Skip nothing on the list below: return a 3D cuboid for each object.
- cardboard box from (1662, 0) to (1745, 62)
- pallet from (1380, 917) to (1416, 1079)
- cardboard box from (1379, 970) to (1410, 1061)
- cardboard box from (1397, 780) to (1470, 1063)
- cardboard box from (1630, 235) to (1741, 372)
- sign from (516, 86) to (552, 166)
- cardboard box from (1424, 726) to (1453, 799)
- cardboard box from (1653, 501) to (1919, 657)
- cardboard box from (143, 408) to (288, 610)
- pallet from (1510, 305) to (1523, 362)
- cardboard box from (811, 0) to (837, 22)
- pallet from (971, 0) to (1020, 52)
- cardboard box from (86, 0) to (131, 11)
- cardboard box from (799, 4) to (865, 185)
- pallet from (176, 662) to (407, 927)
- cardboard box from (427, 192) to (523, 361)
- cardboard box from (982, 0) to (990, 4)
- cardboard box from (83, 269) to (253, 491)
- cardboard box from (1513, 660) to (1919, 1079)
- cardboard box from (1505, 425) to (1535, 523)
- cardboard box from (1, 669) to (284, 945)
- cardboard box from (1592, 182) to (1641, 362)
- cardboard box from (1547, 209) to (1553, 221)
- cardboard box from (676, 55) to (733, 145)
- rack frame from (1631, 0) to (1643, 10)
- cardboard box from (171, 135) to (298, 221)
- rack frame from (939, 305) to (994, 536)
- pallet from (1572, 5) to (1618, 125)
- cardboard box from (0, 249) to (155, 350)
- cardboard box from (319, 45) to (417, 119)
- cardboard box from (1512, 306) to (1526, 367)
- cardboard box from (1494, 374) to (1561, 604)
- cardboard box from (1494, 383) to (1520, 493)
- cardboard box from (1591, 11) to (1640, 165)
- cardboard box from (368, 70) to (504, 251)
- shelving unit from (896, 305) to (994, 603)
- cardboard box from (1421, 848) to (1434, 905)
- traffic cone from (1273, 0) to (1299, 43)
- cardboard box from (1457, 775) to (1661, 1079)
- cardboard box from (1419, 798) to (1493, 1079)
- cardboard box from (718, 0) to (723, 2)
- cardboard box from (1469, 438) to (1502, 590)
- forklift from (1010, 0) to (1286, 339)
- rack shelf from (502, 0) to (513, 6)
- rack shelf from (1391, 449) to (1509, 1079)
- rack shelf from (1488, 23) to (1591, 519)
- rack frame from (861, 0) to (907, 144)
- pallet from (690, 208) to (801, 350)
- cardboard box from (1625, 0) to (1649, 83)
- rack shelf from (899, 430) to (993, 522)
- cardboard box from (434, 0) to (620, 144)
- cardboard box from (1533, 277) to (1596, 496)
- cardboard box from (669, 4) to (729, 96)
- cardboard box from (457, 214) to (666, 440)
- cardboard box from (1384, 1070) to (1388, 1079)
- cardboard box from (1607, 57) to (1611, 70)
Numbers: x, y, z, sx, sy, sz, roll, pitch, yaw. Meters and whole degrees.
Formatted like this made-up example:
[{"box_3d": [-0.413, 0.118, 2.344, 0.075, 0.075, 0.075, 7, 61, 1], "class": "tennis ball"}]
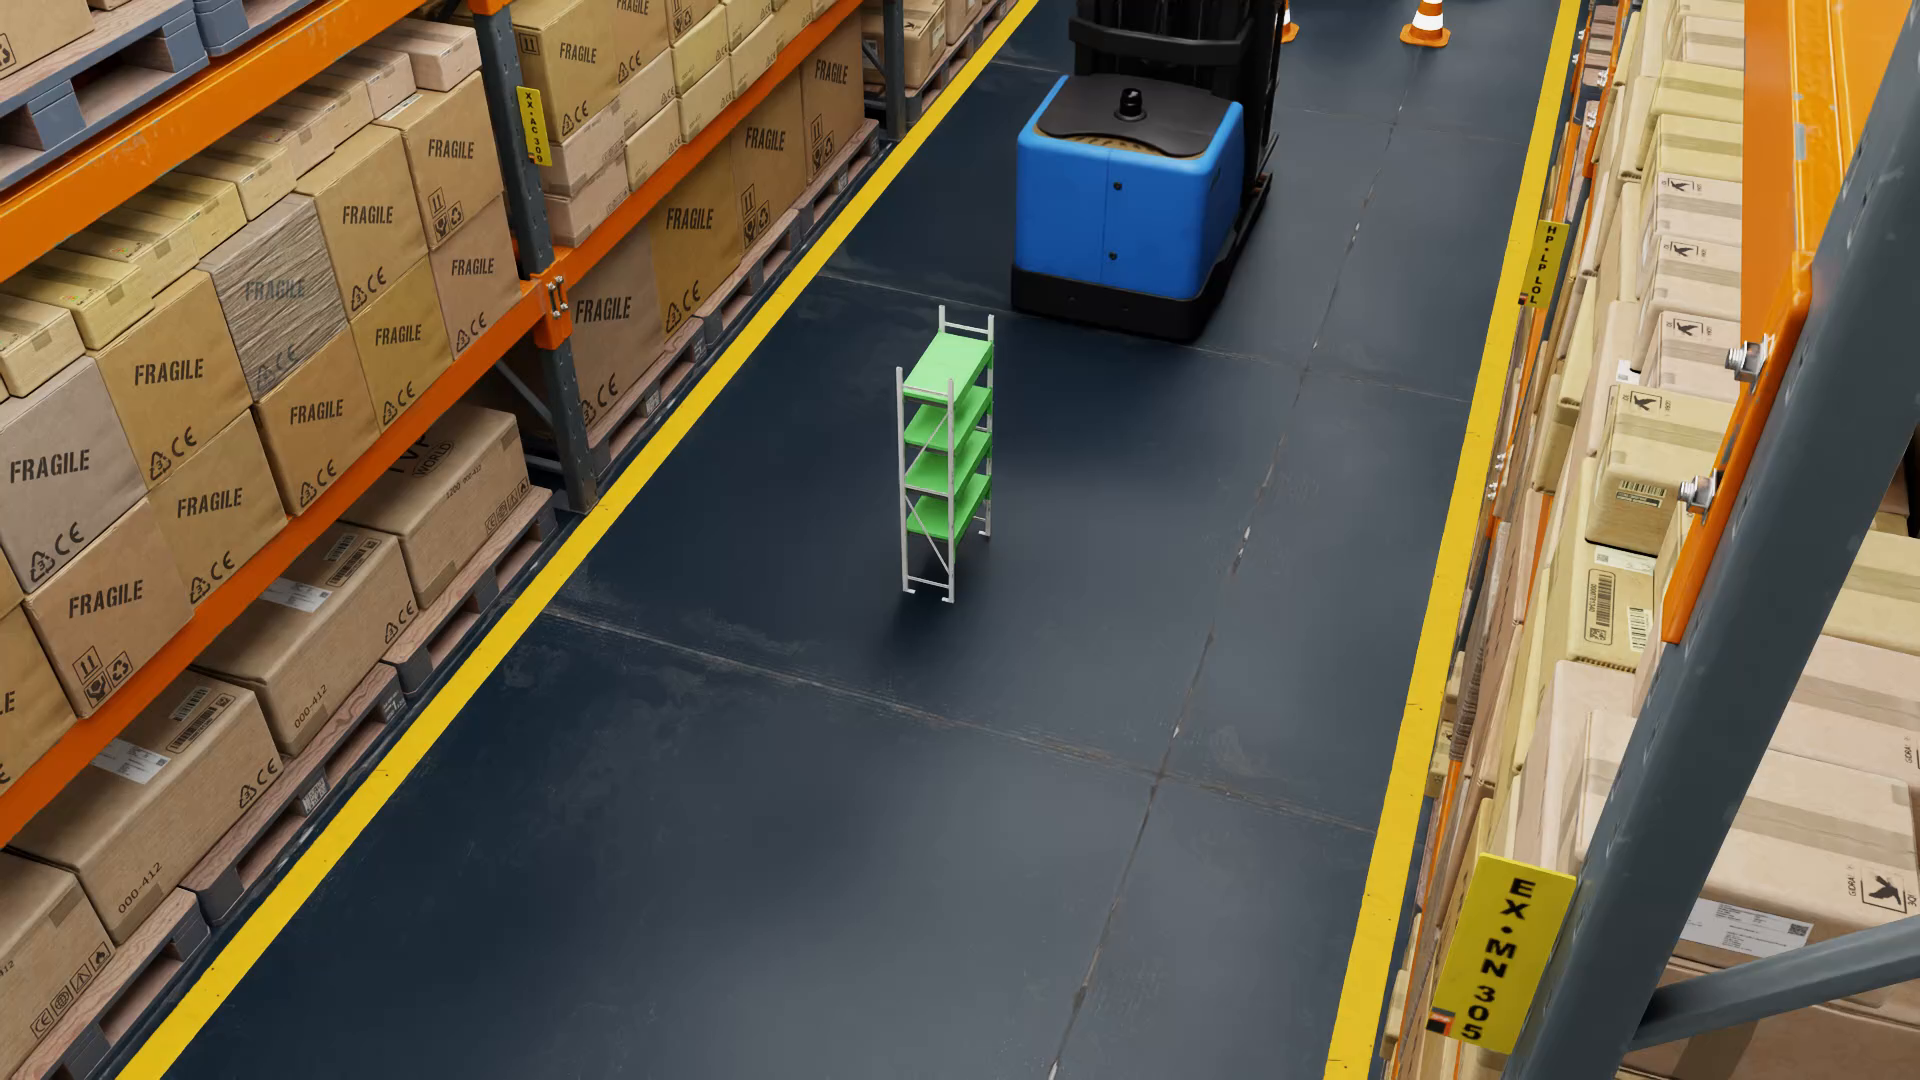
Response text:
[{"box_3d": [1.864, -1.190, 3.899, 0.380, 0.149, 0.250, 12, 42, 14], "class": "cardboard box"}, {"box_3d": [1.868, 1.865, 5.355, 1.003, 0.211, 1.213, 13, 42, 15], "class": "pallet"}, {"box_3d": [1.539, 1.544, 5.227, 0.380, 0.149, 0.250, 14, 42, 16], "class": "cardboard box"}, {"box_3d": [1.369, 0.973, 3.946, 0.500, 0.500, 0.500, 13, 42, 15], "class": "cardboard box"}, {"box_3d": [1.418, -0.388, 2.960, 0.380, 0.149, 0.250, 14, 42, 16], "class": "cardboard box"}, {"box_3d": [-1.684, -1.634, 6.580, 0.100, 0.325, 0.005, 13, 42, 15], "class": "sign"}, {"box_3d": [1.963, 0.878, 6.237, 0.380, 0.149, 0.250, 14, 43, 16], "class": "cardboard box"}, {"box_3d": [1.213, 0.100, 2.387, 0.380, 0.149, 0.250, 12, 42, 14], "class": "cardboard box"}, {"box_3d": [-2.647, -0.155, 5.497, 0.500, 0.500, 0.500, 15, 43, 17], "class": "cardboard box"}, {"box_3d": [3.579, -1.263, 9.021, 1.003, 0.211, 1.213, 13, 42, 15], "class": "pallet"}, {"box_3d": [-0.927, -3.099, 9.140, 0.500, 0.250, 0.500, 14, 42, 16], "class": "cardboard box"}, {"box_3d": [-0.151, -3.994, 12.222, 1.003, 0.211, 1.213, 13, 42, 15], "class": "pallet"}, {"box_3d": [-2.637, -1.946, 4.882, 0.797, 0.503, 0.637, 16, 43, 18], "class": "cardboard box"}, {"box_3d": [-1.152, -2.785, 9.971, 0.875, 0.875, 0.875, 13, 42, 15], "class": "cardboard box"}, {"box_3d": [-2.955, 0.857, 6.537, 1.003, 0.211, 1.213, 13, 42, 15], "class": "pallet"}, {"box_3d": [-2.124, -1.096, 6.600, 0.500, 0.500, 0.500, 14, 42, 15], "class": "cardboard box"}, {"box_3d": [-0.126, -4.252, 12.078, 0.950, 0.372, 0.625, 15, 43, 17], "class": "cardboard box"}, {"box_3d": [-2.633, -0.542, 5.181, 0.500, 0.500, 0.500, 13, 42, 15], "class": "cardboard box"}, {"box_3d": [1.031, 0.468, 2.263, 0.500, 0.250, 0.500, 12, 42, 14], "class": "cardboard box"}, {"box_3d": [1.912, 0.038, 5.041, 0.500, 0.500, 0.500, 13, 42, 15], "class": "cardboard box"}, {"box_3d": [-3.137, 0.873, 6.020, 0.875, 0.438, 0.875, 14, 43, 16], "class": "cardboard box"}, {"box_3d": [1.566, -0.461, 3.352, 0.500, 0.250, 0.500, 12, 42, 13], "class": "cardboard box"}, {"box_3d": [3.030, -1.319, 7.963, 0.500, 0.250, 0.500, 14, 42, 15], "class": "cardboard box"}, {"box_3d": [-1.442, -2.175, 8.057, 0.500, 0.250, 0.500, 13, 42, 15], "class": "cardboard box"}, {"box_3d": [2.480, -2.642, 3.867, 1.000, 3.000, 0.127, 13, 42, 15], "class": "rack frame"}, {"box_3d": [-2.420, -1.198, 5.450, 0.380, 0.149, 0.250, 13, 42, 15], "class": "cardboard box"}, {"box_3d": [0.027, -0.504, 7.370, 0.240, 1.200, 0.015, 13, 42, 15], "class": "rack frame"}, {"box_3d": [3.704, -2.268, 8.199, 1.213, 0.211, 1.003, 13, 42, 15], "class": "pallet"}, {"box_3d": [-2.622, -0.714, 4.882, 0.380, 0.149, 0.250, 12, 42, 14], "class": "cardboard box"}, {"box_3d": [-2.204, -1.667, 5.999, 0.380, 0.149, 0.250, 14, 43, 16], "class": "cardboard box"}, {"box_3d": [3.027, -1.012, 8.181, 0.500, 0.500, 0.500, 12, 42, 14], "class": "cardboard box"}, {"box_3d": [1.733, -0.050, 4.375, 0.500, 0.500, 0.500, 14, 42, 16], "class": "cardboard box"}, {"box_3d": [2.497, -0.365, 6.844, 0.500, 0.250, 0.500, 12, 42, 14], "class": "cardboard box"}, {"box_3d": [2.074, -1.220, 4.627, 0.500, 0.250, 0.500, 15, 43, 17], "class": "cardboard box"}, {"box_3d": [-2.108, -1.466, 6.264, 0.500, 0.500, 0.500, 13, 42, 15], "class": "cardboard box"}, {"box_3d": [-0.057, -0.355, 7.196, 0.258, 1.200, 0.503, 13, 42, 15], "class": "shelving unit"}, {"box_3d": [1.746, 1.124, 5.490, 0.380, 0.149, 0.250, 14, 42, 16], "class": "cardboard box"}, {"box_3d": [2.262, -3.845, 11.854, 0.336, 0.463, 0.334, 13, 42, 15], "class": "traffic cone"}, {"box_3d": [1.019, 0.659, 2.424, 0.500, 0.250, 0.500, 12, 42, 14], "class": "cardboard box"}, {"box_3d": [1.208, 0.905, 3.256, 0.500, 0.500, 0.500, 12, 42, 14], "class": "cardboard box"}, {"box_3d": [-1.293, -2.959, 8.013, 0.500, 0.500, 0.500, 13, 42, 14], "class": "cardboard box"}, {"box_3d": [2.497, -0.076, 7.084, 0.500, 0.500, 0.500, 13, 42, 14], "class": "cardboard box"}, {"box_3d": [1.260, -3.150, 9.137, 1.130, 2.935, 3.031, 13, 42, 15], "class": "forklift"}, {"box_3d": [-1.522, -3.484, 7.720, 1.077, 0.370, 4.000, 13, 42, 15], "class": "rack shelf"}, {"box_3d": [1.796, 1.133, 4.618, 1.077, 0.370, 4.000, 13, 42, 15], "class": "rack shelf"}, {"box_3d": [3.164, -1.306, 7.478, 1.077, 0.370, 4.000, 13, 42, 15], "class": "rack shelf"}, {"box_3d": [-0.838, -3.837, 9.890, 1.000, 3.000, 0.127, 13, 42, 15], "class": "rack frame"}, {"box_3d": [-1.597, -1.570, 9.381, 1.003, 0.211, 1.213, 13, 42, 15], "class": "pallet"}, {"box_3d": [2.090, -1.394, 4.446, 0.500, 0.250, 0.500, 15, 43, 16], "class": "cardboard box"}, {"box_3d": [-0.057, -0.307, 7.237, 0.258, 0.148, 0.480, 13, 42, 15], "class": "rack shelf"}, {"box_3d": [-1.785, -2.020, 6.913, 0.500, 0.500, 0.500, 14, 42, 16], "class": "cardboard box"}, {"box_3d": [1.532, -0.282, 3.527, 0.500, 0.250, 0.500, 15, 43, 17], "class": "cardboard box"}, {"box_3d": [-1.441, -2.362, 7.892, 0.500, 0.250, 0.500, 14, 42, 16], "class": "cardboard box"}, {"box_3d": [-2.069, -1.144, 8.047, 0.875, 0.875, 0.875, 15, 43, 16], "class": "cardboard box"}, {"box_3d": [1.473, 1.830, 5.120, 0.380, 0.149, 0.250, 14, 42, 16], "class": "cardboard box"}, {"box_3d": [3.322, -2.308, 7.967, 0.380, 0.149, 0.250, 15, 43, 17], "class": "cardboard box"}]
